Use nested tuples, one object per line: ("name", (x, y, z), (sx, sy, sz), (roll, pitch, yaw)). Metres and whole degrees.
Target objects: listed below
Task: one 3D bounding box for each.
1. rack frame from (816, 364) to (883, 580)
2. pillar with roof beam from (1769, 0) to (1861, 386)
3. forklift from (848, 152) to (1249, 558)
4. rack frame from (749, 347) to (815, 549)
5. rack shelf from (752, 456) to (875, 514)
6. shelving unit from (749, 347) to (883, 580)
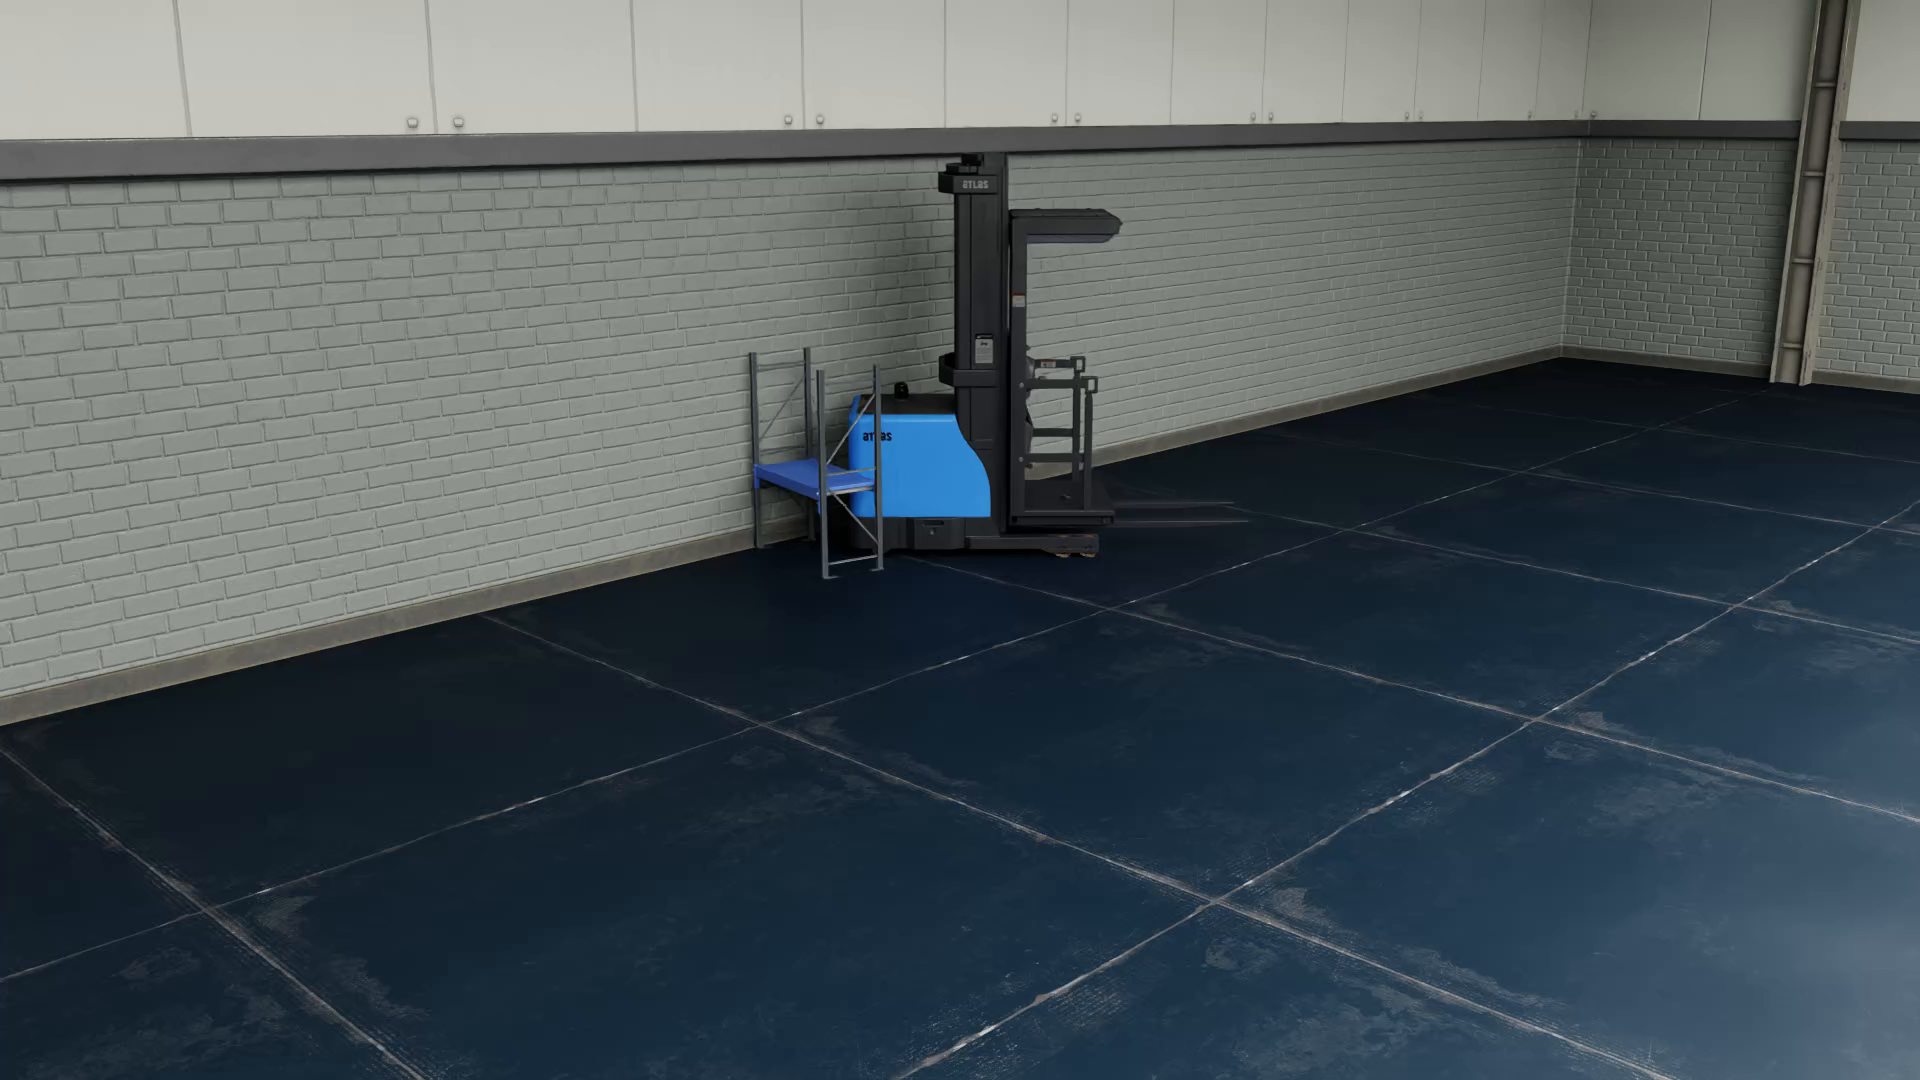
("rack frame", (-0.777, -0.482, 11.806), (0.500, 1.500, 0.032), (-10, 17, -33))
("pillar with roof beam", (7.166, -5.502, 16.201), (0.400, 9.000, 9.100), (14, 20, 42))
("forklift", (0.669, -1.421, 12.574), (3.031, 2.935, 1.130), (0, 15, -1))
("rack frame", (-1.346, -0.694, 12.621), (0.500, 1.500, 0.032), (-10, 17, -33))
("rack shelf", (-1.061, -0.414, 12.259), (0.538, 0.185, 1.000), (-10, 17, -33))
("shelving unit", (-1.061, -0.588, 12.213), (0.538, 1.500, 1.048), (-10, 17, -33))
